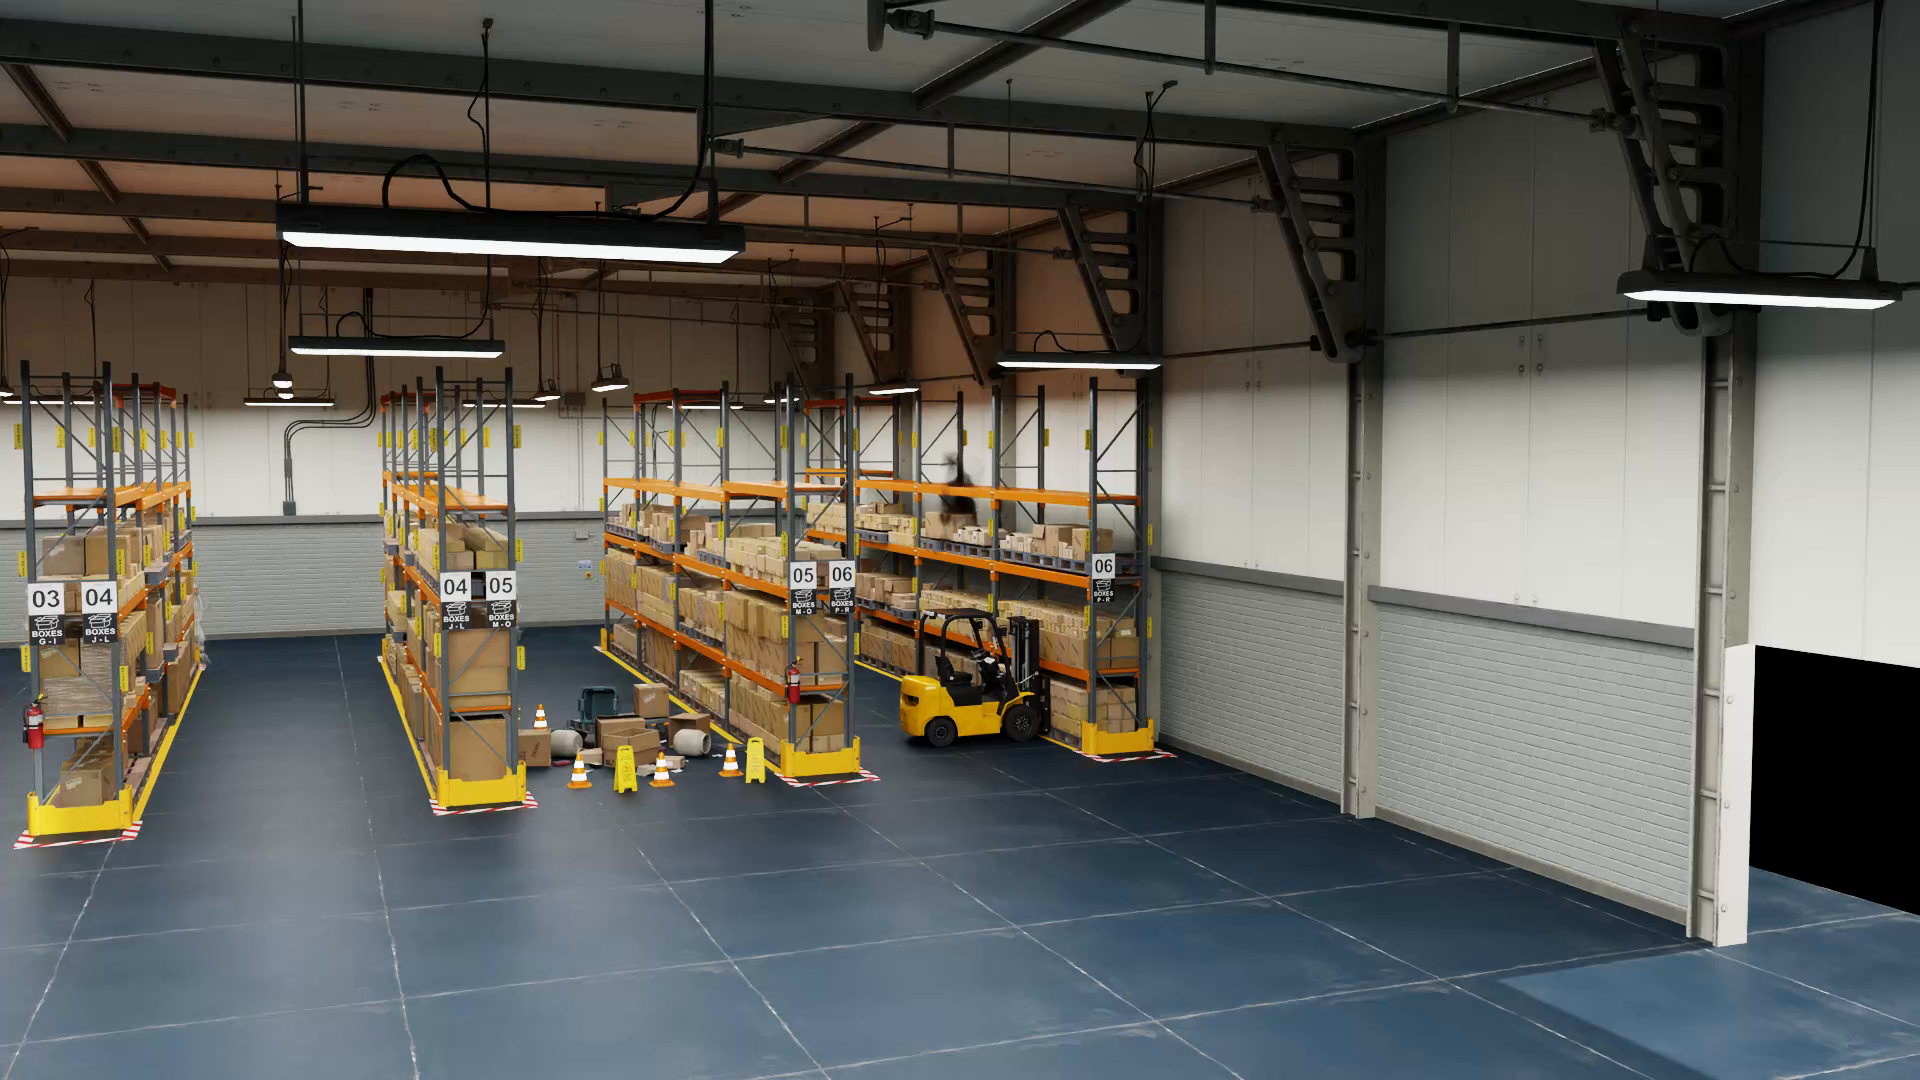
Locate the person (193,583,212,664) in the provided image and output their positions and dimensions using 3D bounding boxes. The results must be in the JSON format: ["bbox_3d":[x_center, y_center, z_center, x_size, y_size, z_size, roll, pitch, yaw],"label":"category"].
[{"bbox_3d":[-17.168,1.876,37.189,0.775,1.839,0.651,0,3,0],"label":"person"}]
